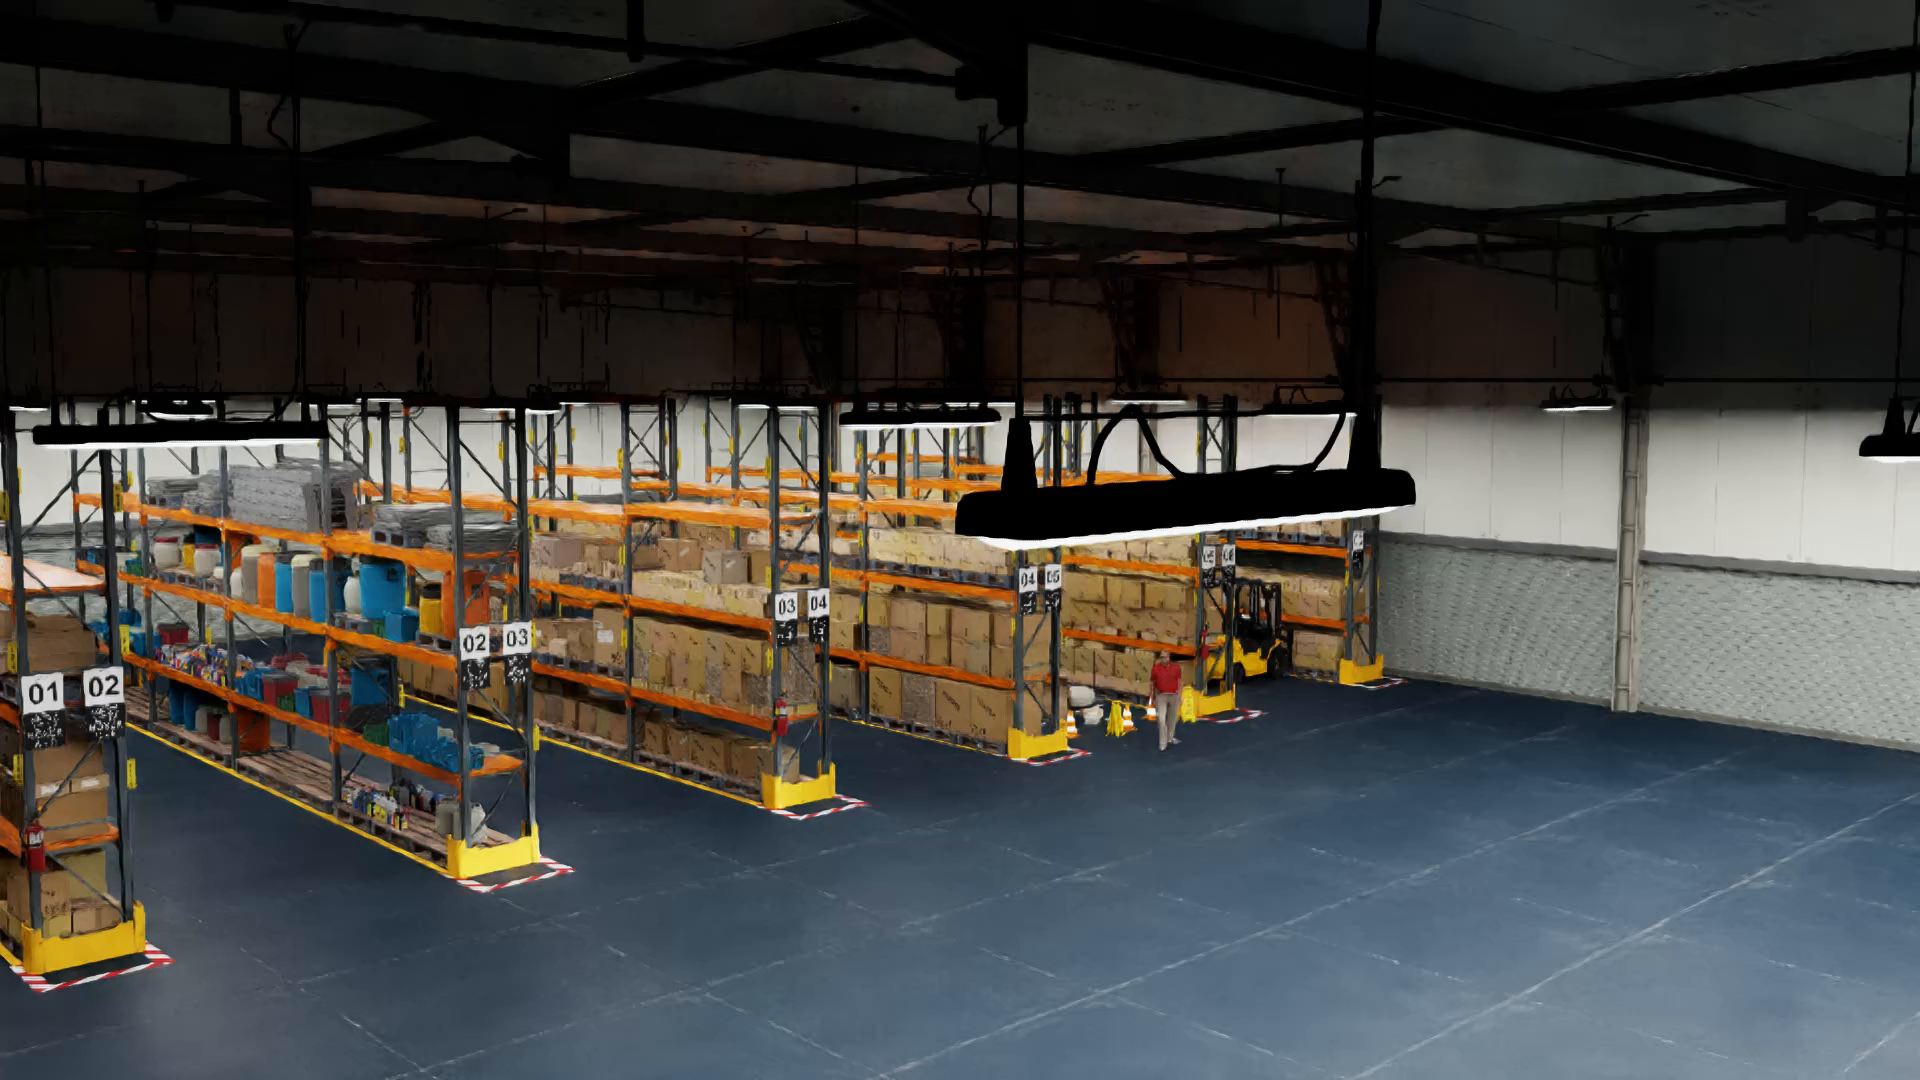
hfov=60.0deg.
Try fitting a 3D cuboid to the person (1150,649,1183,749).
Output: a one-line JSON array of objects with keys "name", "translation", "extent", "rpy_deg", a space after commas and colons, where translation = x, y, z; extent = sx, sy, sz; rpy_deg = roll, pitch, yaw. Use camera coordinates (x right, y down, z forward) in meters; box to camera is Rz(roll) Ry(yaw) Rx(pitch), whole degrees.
[{"name": "person", "translation": [3.560, 2.715, 28.669], "extent": [0.569, 1.710, 0.588], "rpy_deg": [0, 6, -2]}]

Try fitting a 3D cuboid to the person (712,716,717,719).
[{"name": "person", "translation": [-4.687, 2.446, 31.194], "extent": [0.556, 1.704, 1.120], "rpy_deg": [-5, 7, -41]}]
